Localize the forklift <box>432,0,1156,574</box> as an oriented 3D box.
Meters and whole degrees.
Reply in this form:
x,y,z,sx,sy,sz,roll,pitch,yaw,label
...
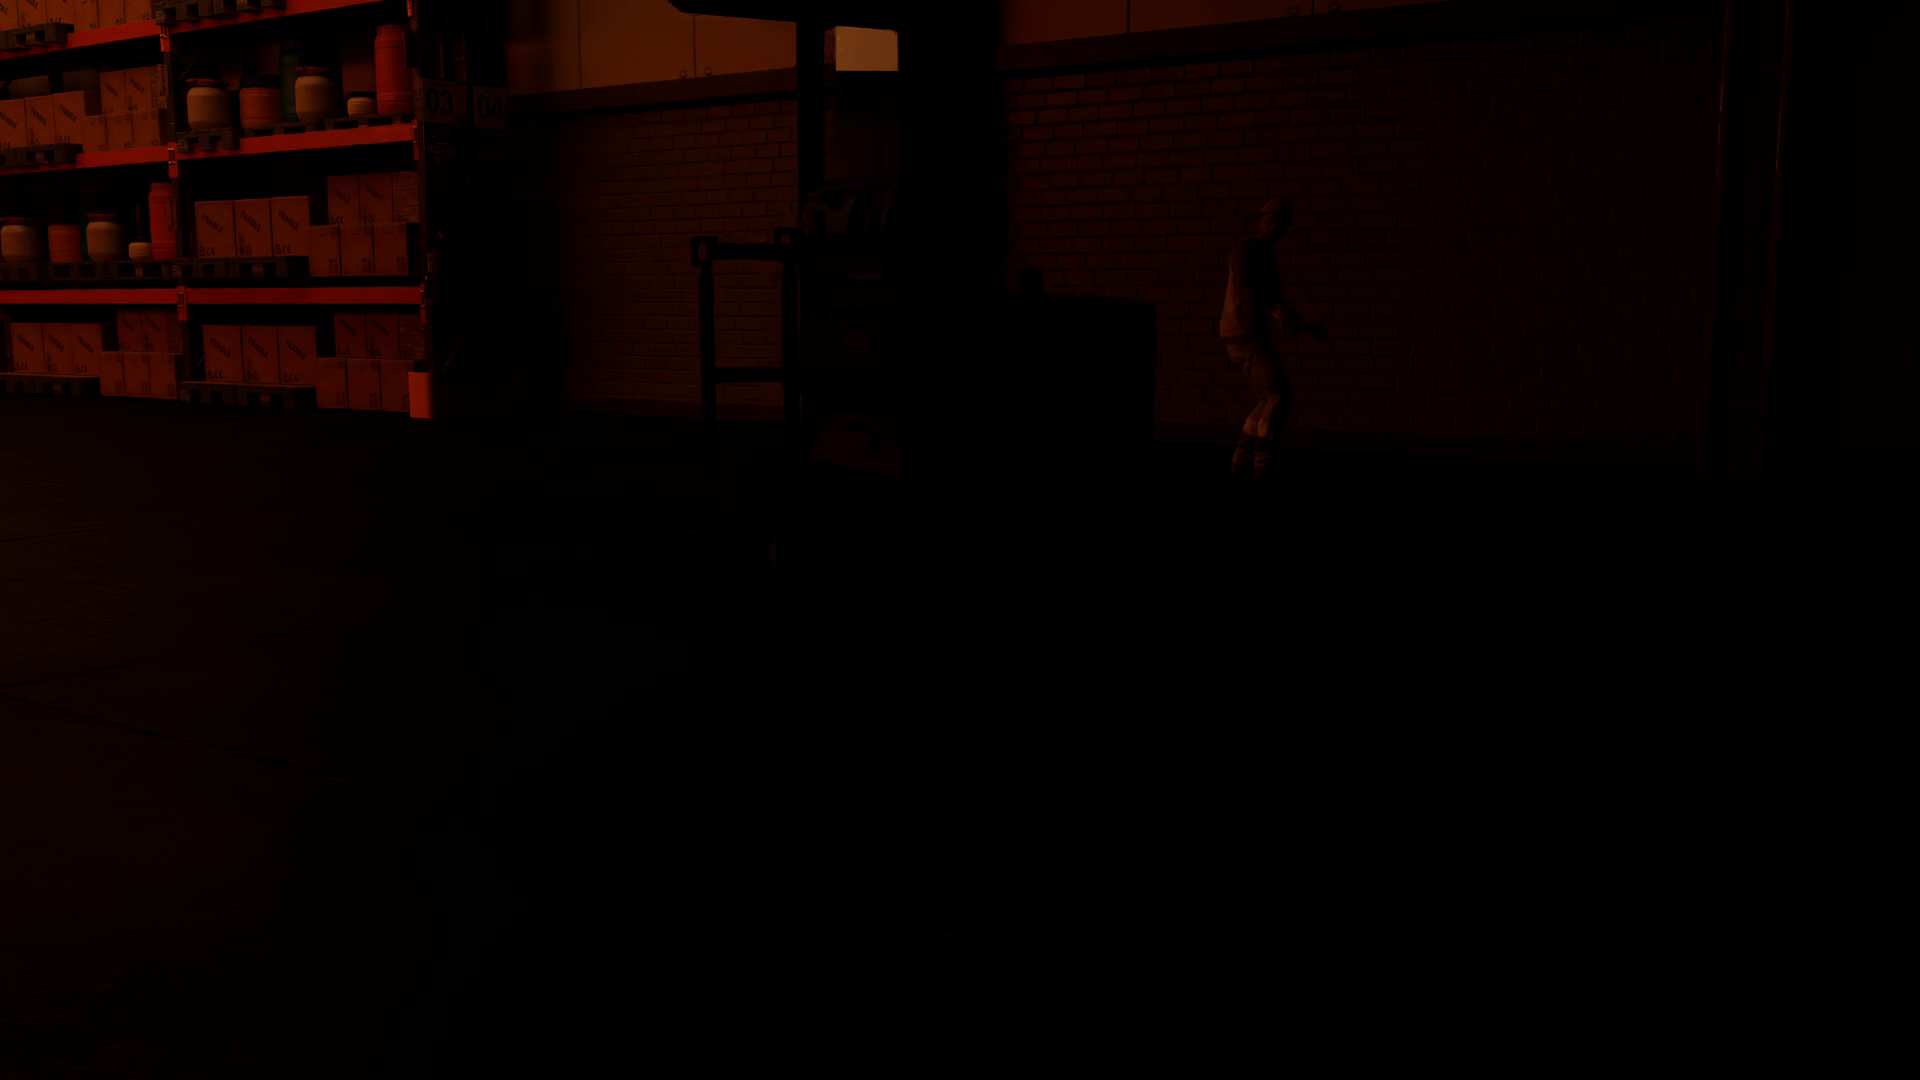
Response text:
x,y,z,sx,sy,sz,roll,pitch,yaw,label
-0.666,-1.400,7.036,3.031,2.935,1.130,-4,9,-27,forklift

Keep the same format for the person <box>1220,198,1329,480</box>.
x,y,z,sx,sy,sz,roll,pitch,yaw,label
1.918,-1.208,10.154,0.642,1.732,0.778,2,8,14,person
